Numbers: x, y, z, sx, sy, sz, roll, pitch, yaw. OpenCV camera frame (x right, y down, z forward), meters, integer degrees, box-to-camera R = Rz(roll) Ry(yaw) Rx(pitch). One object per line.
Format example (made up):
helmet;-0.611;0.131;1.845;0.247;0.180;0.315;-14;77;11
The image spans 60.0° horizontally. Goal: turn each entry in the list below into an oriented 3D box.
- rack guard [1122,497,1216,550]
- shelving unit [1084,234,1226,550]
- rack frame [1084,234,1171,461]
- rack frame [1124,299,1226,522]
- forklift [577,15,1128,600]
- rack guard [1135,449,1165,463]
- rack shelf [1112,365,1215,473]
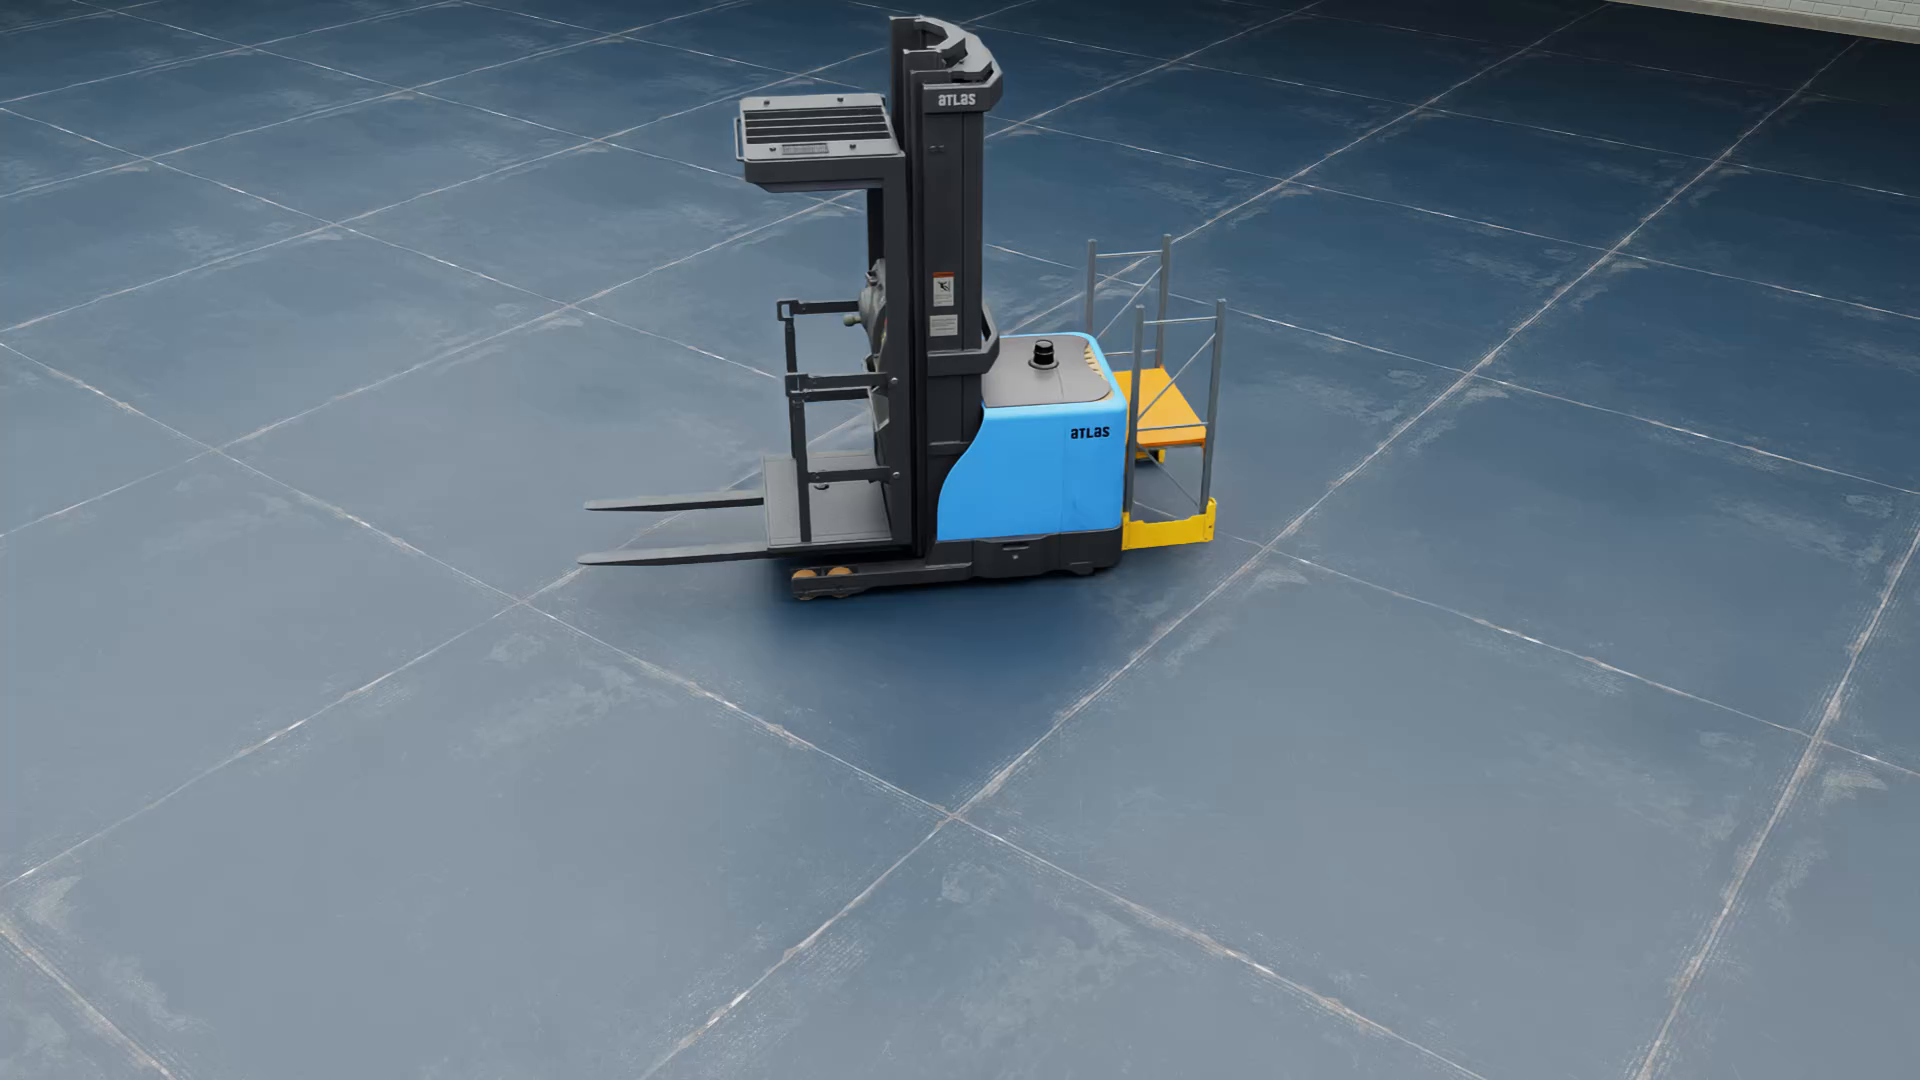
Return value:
rack guard;1.191;-0.094;9.664;0.587;0.250;0.087;-5;31;-9
shelving unit;1.099;-0.882;9.766;0.587;1.500;1.083;-5;31;-9
rack frame;1.003;-1.141;10.204;0.500;1.500;0.032;-5;31;-9
rack frame;1.191;-0.631;9.344;0.500;1.500;0.032;-5;31;-9
forklift;-0.641;-1.217;8.928;3.031;2.935;1.130;-4;31;-7
rack guard;1.007;-0.593;10.506;0.587;0.250;0.087;-5;31;-9
rack shelf;1.097;-0.731;9.866;0.538;0.185;1.000;-5;31;-9
